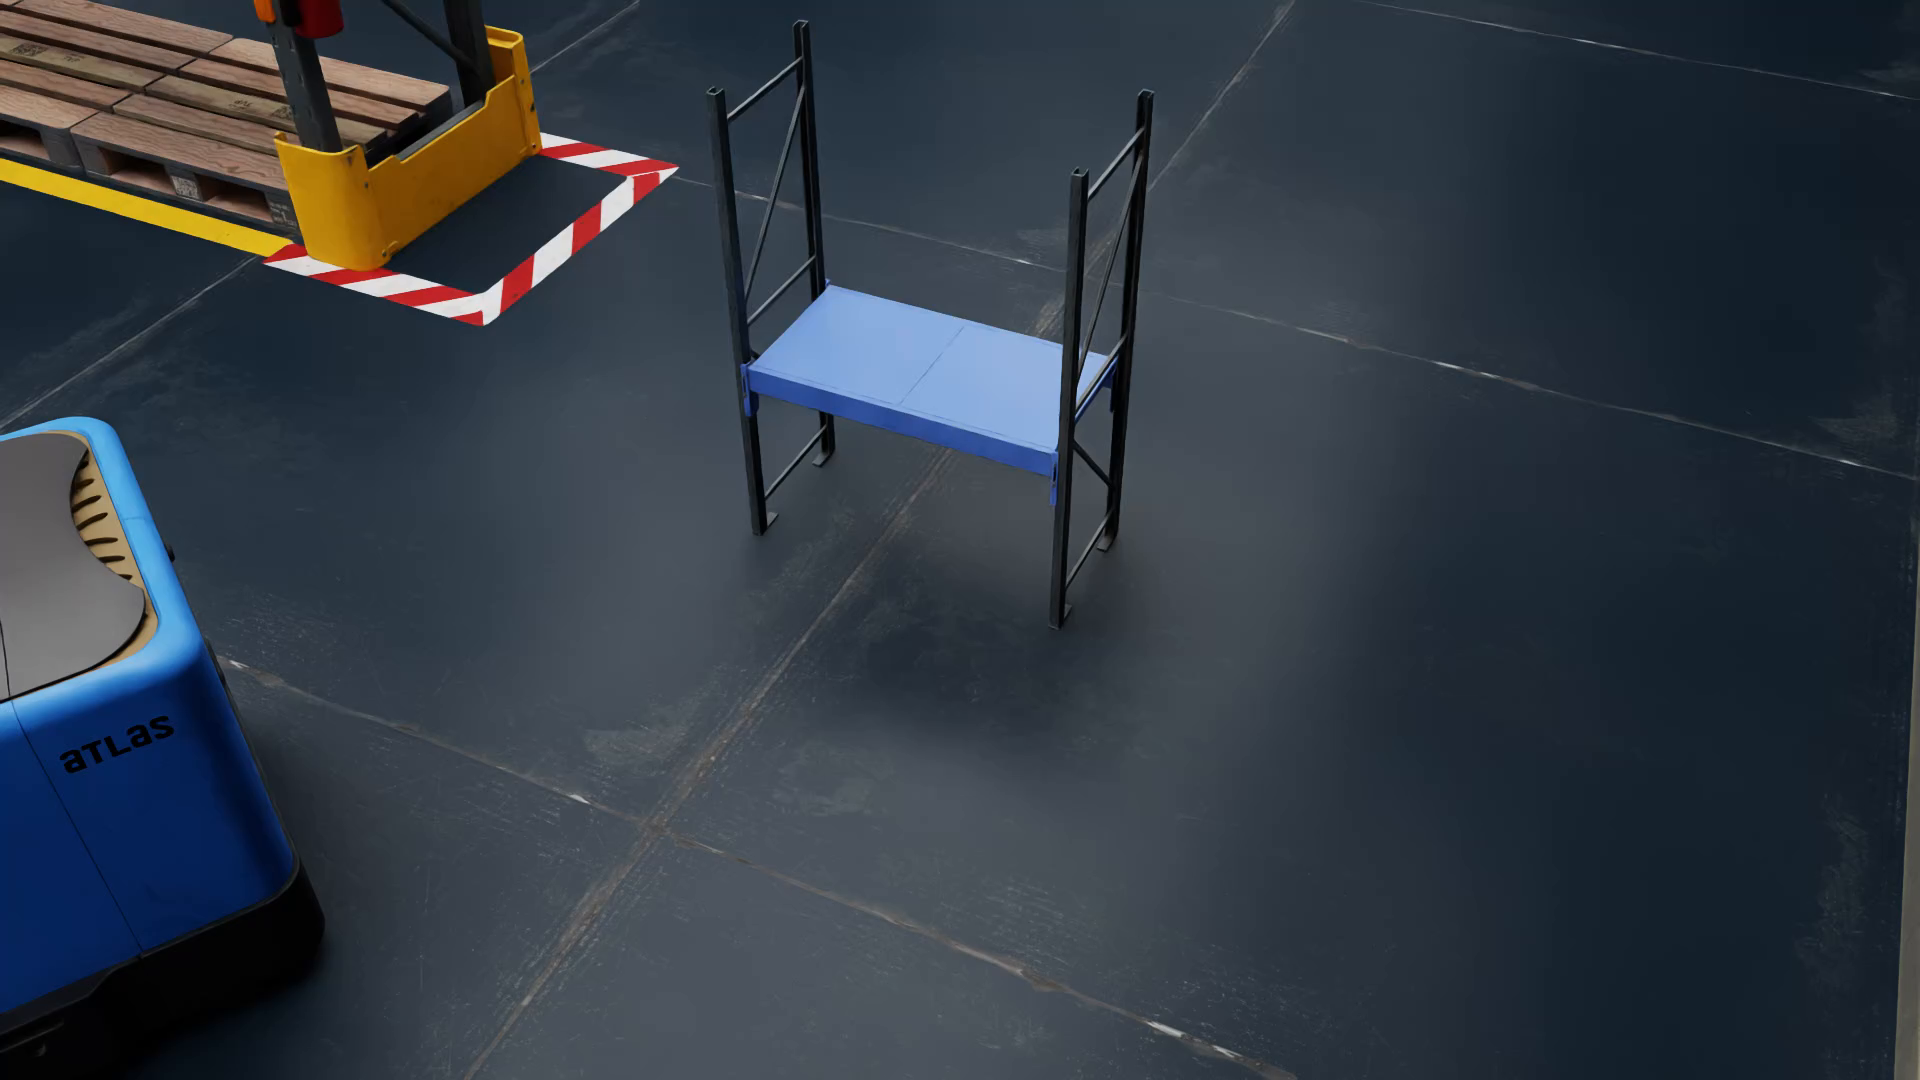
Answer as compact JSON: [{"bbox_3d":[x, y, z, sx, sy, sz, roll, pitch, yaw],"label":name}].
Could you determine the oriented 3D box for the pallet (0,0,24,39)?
[{"bbox_3d":[-5.161,-2.426,7.887,1.213,0.211,1.003,17,44,19],"label":"pallet"}]

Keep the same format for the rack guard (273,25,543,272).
[{"bbox_3d":[-2.192,-1.609,6.724,0.348,0.500,1.175,17,44,19],"label":"rack guard"}]

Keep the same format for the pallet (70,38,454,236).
[{"bbox_3d":[-2.950,-1.750,7.108,1.213,0.211,1.003,17,44,19],"label":"pallet"}]

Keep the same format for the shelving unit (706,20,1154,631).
[{"bbox_3d":[-0.077,-0.590,4.786,1.048,1.500,0.538,17,44,19],"label":"shelving unit"}]

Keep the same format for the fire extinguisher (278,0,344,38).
[{"bbox_3d":[-2.275,-2.071,5.692,0.183,0.674,0.296,17,44,19],"label":"fire extinguisher"}]

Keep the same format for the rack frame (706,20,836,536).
[{"bbox_3d":[-0.538,-0.731,4.948,0.032,1.500,0.500,17,44,19],"label":"rack frame"}]

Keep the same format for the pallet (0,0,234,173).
[{"bbox_3d":[-4.052,-2.089,7.498,1.213,0.211,1.003,17,44,19],"label":"pallet"}]

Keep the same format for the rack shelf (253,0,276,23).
[{"bbox_3d":[-4.032,-2.834,6.779,4.000,0.370,1.077,17,44,19],"label":"rack shelf"}]

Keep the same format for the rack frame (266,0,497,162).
[{"bbox_3d":[-2.219,-2.552,5.904,0.127,3.000,1.000,17,44,19],"label":"rack frame"}]

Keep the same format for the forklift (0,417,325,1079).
[{"bbox_3d":[-3.063,0.168,2.818,3.031,2.935,1.130,-23,46,-24],"label":"forklift"}]

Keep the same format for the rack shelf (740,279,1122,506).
[{"bbox_3d":[-0.077,-0.454,4.904,1.000,0.185,0.538,17,44,19],"label":"rack shelf"}]

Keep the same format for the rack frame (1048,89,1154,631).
[{"bbox_3d":[0.383,-0.450,4.624,0.032,1.500,0.500,17,44,19],"label":"rack frame"}]
